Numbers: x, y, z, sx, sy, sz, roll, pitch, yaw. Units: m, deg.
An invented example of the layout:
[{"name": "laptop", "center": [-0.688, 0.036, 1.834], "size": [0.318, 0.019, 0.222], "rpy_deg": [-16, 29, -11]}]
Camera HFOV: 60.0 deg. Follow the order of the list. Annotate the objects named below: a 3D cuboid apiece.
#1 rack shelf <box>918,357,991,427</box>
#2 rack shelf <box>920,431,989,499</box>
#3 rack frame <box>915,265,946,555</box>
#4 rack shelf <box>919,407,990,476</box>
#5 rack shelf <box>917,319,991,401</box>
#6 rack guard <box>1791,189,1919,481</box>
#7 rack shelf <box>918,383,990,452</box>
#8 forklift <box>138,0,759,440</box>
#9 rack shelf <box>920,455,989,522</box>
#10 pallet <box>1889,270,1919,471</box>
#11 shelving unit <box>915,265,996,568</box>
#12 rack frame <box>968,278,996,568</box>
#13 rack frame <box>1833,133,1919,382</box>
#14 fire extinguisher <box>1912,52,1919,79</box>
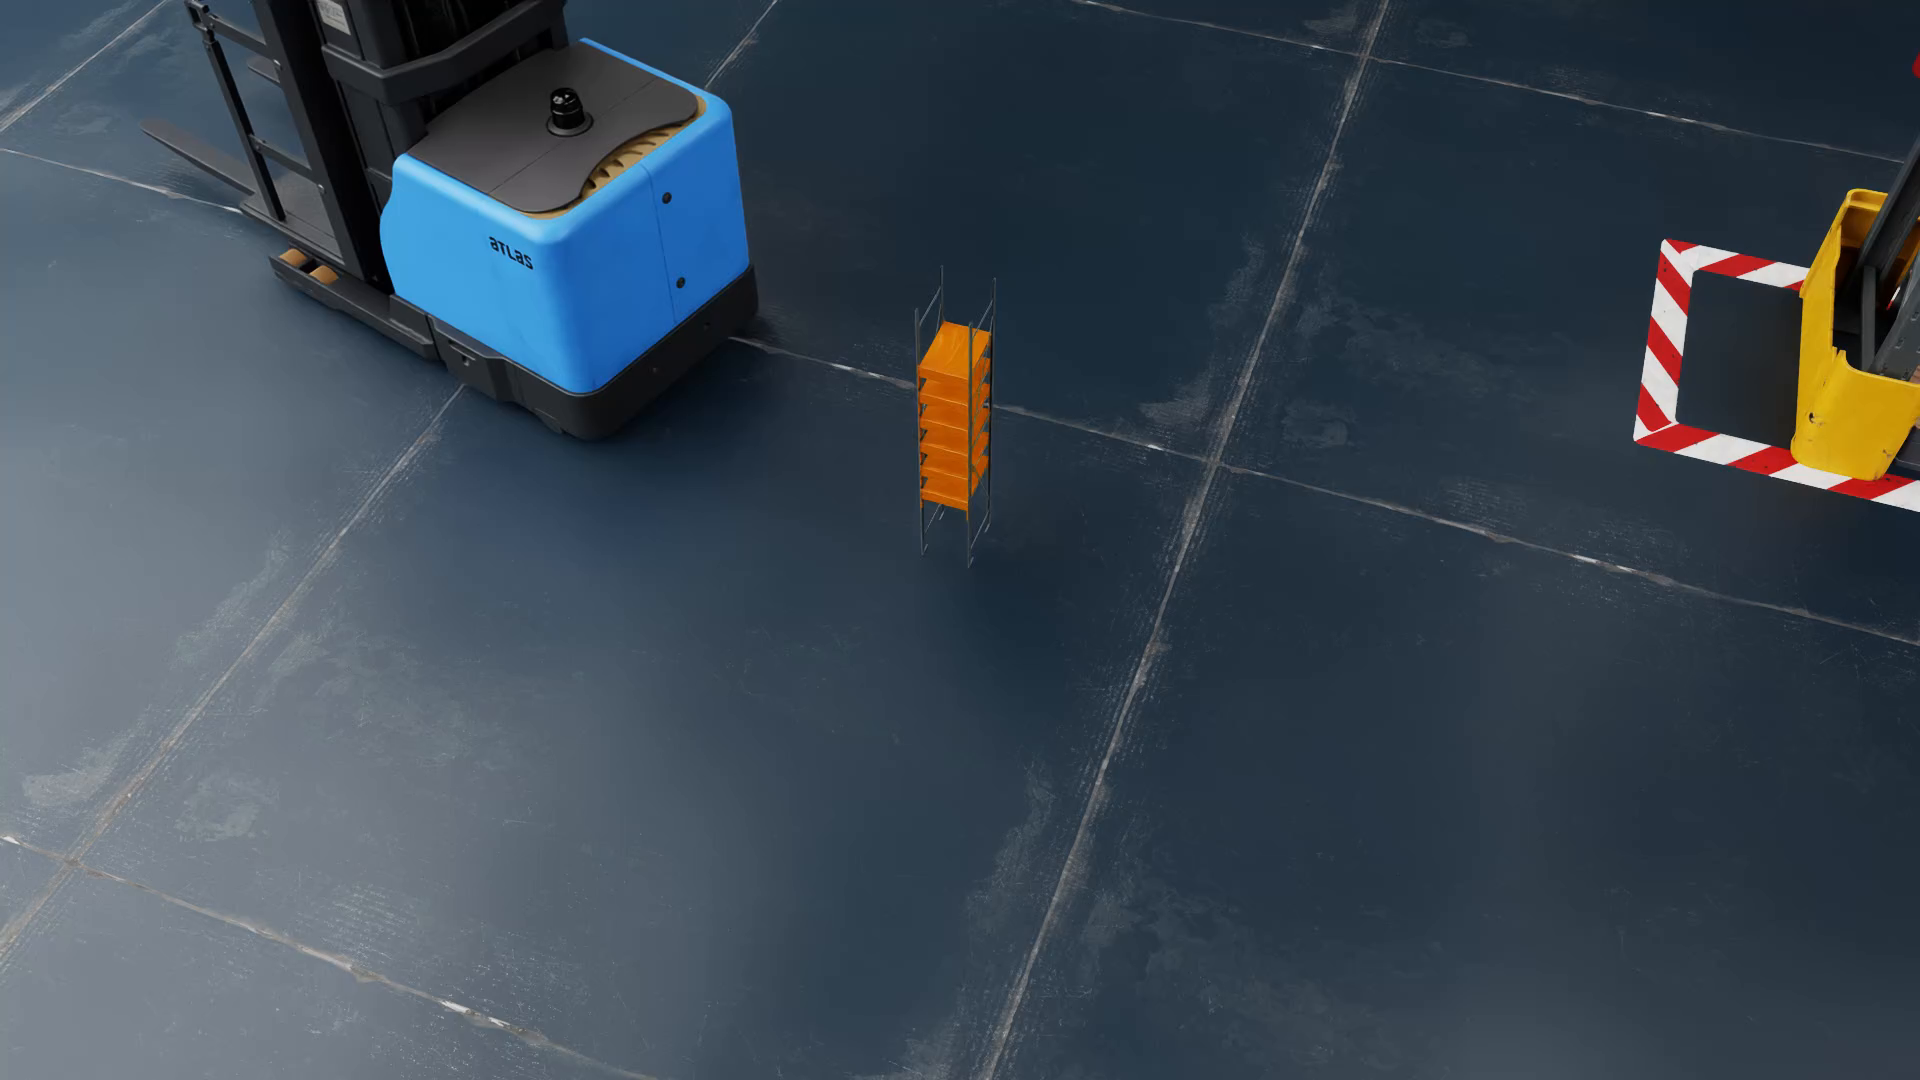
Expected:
[{"name": "rack shelf", "center": [-0.014, -0.525, 5.652], "size": [0.180, 0.103, 0.258], "rpy_deg": [16, 51, 13]}, {"name": "rack shelf", "center": [-0.014, -0.289, 5.924], "size": [0.180, 0.103, 0.258], "rpy_deg": [16, 51, 13]}, {"name": "rack frame", "center": [-0.099, -0.421, 5.821], "size": [0.006, 1.200, 0.240], "rpy_deg": [16, 51, 13]}, {"name": "rack shelf", "center": [-0.014, -0.368, 5.833], "size": [0.180, 0.103, 0.258], "rpy_deg": [16, 51, 13]}, {"name": "rack shelf", "center": [-0.014, -0.603, 5.561], "size": [0.180, 0.103, 0.258], "rpy_deg": [16, 51, 13]}, {"name": "rack guard", "center": [3.616, -0.836, 6.644], "size": [0.348, 0.500, 1.175], "rpy_deg": [16, 51, 13]}, {"name": "rack shelf", "center": [-0.014, -0.446, 5.743], "size": [0.180, 0.103, 0.258], "rpy_deg": [16, 51, 13]}, {"name": "forklift", "center": [-2.342, -2.260, 6.269], "size": [3.031, 2.935, 1.130], "rpy_deg": [28, 55, 22]}, {"name": "rack shelf", "center": [-0.014, -0.210, 6.015], "size": [0.180, 0.103, 0.258], "rpy_deg": [16, 51, 13]}, {"name": "pallet", "center": [4.370, -0.565, 6.600], "size": [1.213, 0.211, 1.003], "rpy_deg": [16, 51, 13]}, {"name": "shelving unit", "center": [-0.014, -0.397, 5.800], "size": [0.189, 1.200, 0.258], "rpy_deg": [16, 51, 13]}, {"name": "rack frame", "center": [0.072, -0.373, 5.779], "size": [0.006, 1.200, 0.240], "rpy_deg": [16, 51, 13]}, {"name": "rack frame", "center": [3.638, -1.649, 5.694], "size": [0.127, 3.000, 1.000], "rpy_deg": [16, 51, 13]}, {"name": "fire extinguisher", "center": [3.688, -1.983, 6.035], "size": [0.183, 0.674, 0.296], "rpy_deg": [16, 51, 13]}]
